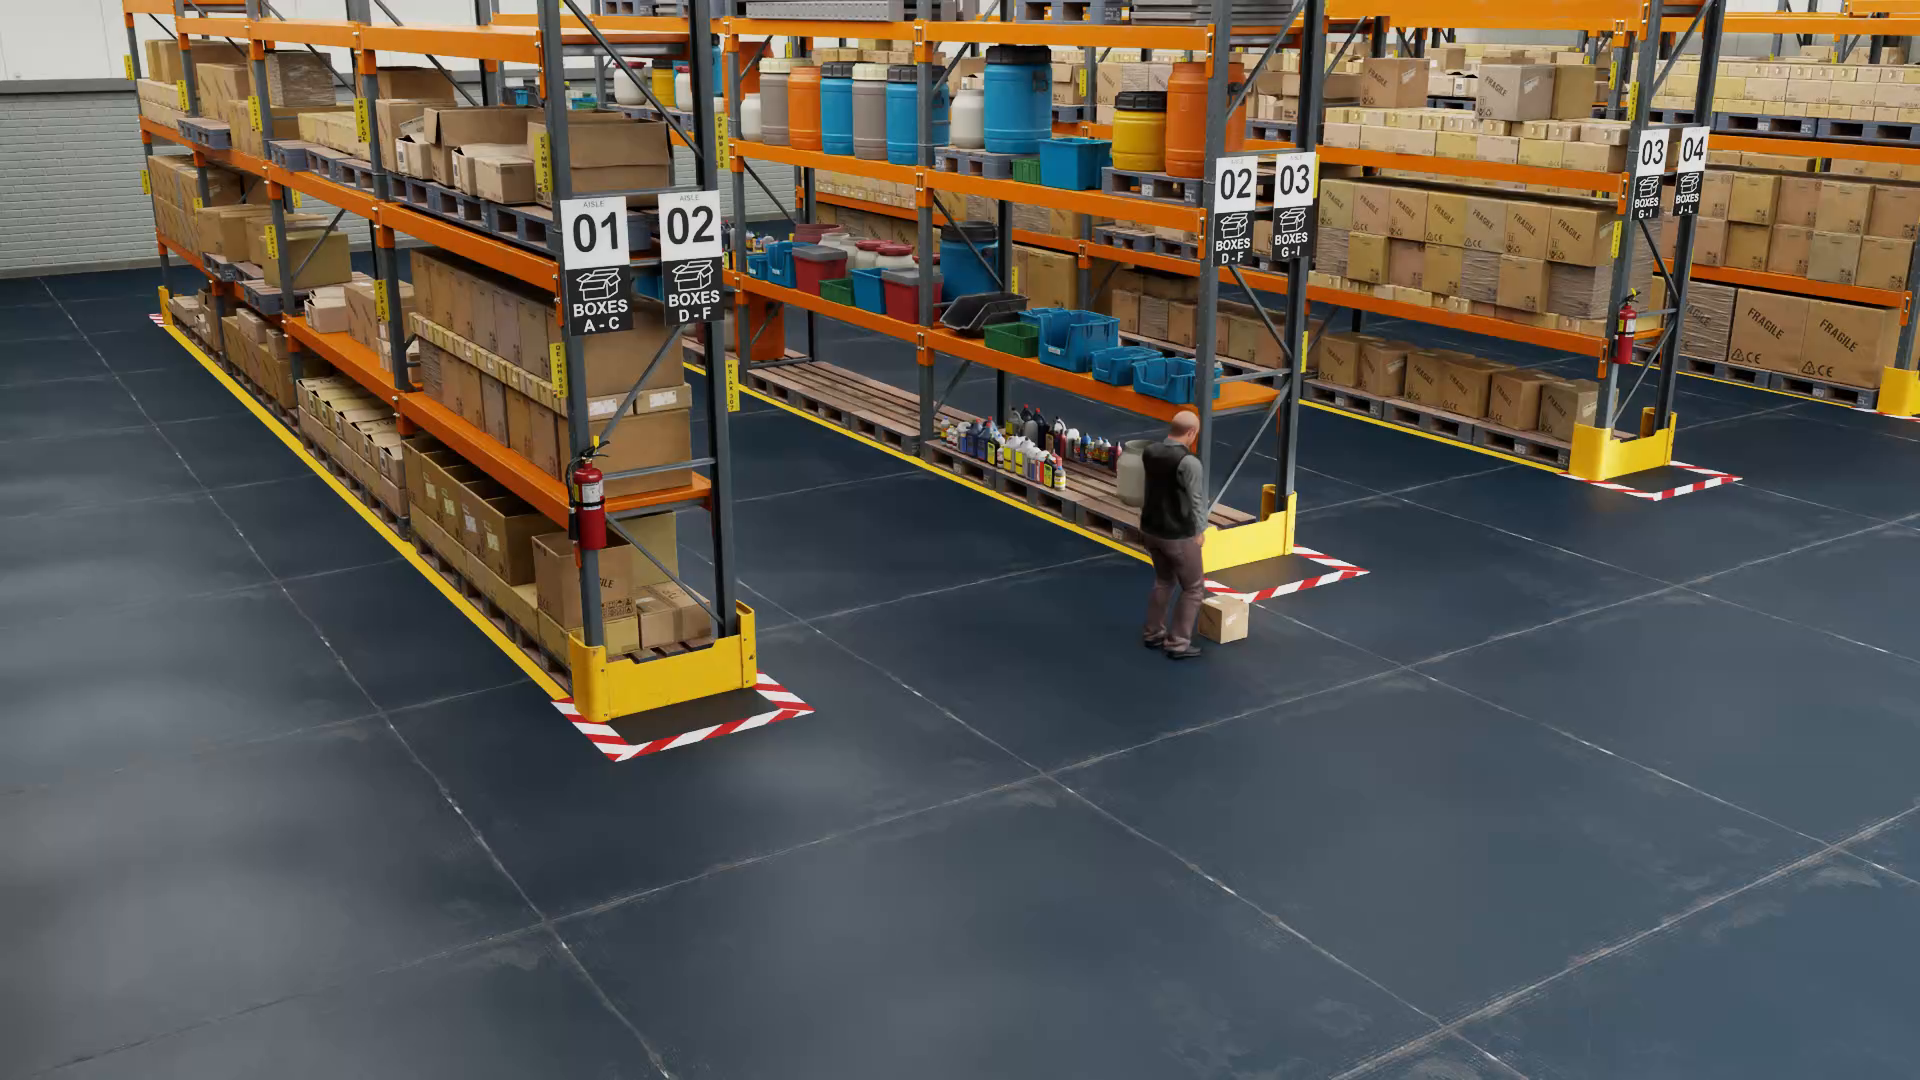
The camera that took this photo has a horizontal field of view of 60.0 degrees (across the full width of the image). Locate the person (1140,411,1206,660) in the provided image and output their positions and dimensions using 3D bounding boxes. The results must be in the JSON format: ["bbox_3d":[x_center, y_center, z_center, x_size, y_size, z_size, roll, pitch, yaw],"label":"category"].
[{"bbox_3d":[1.439,-0.043,11.303,0.403,1.685,0.552,-11,21,-30],"label":"person"}]
